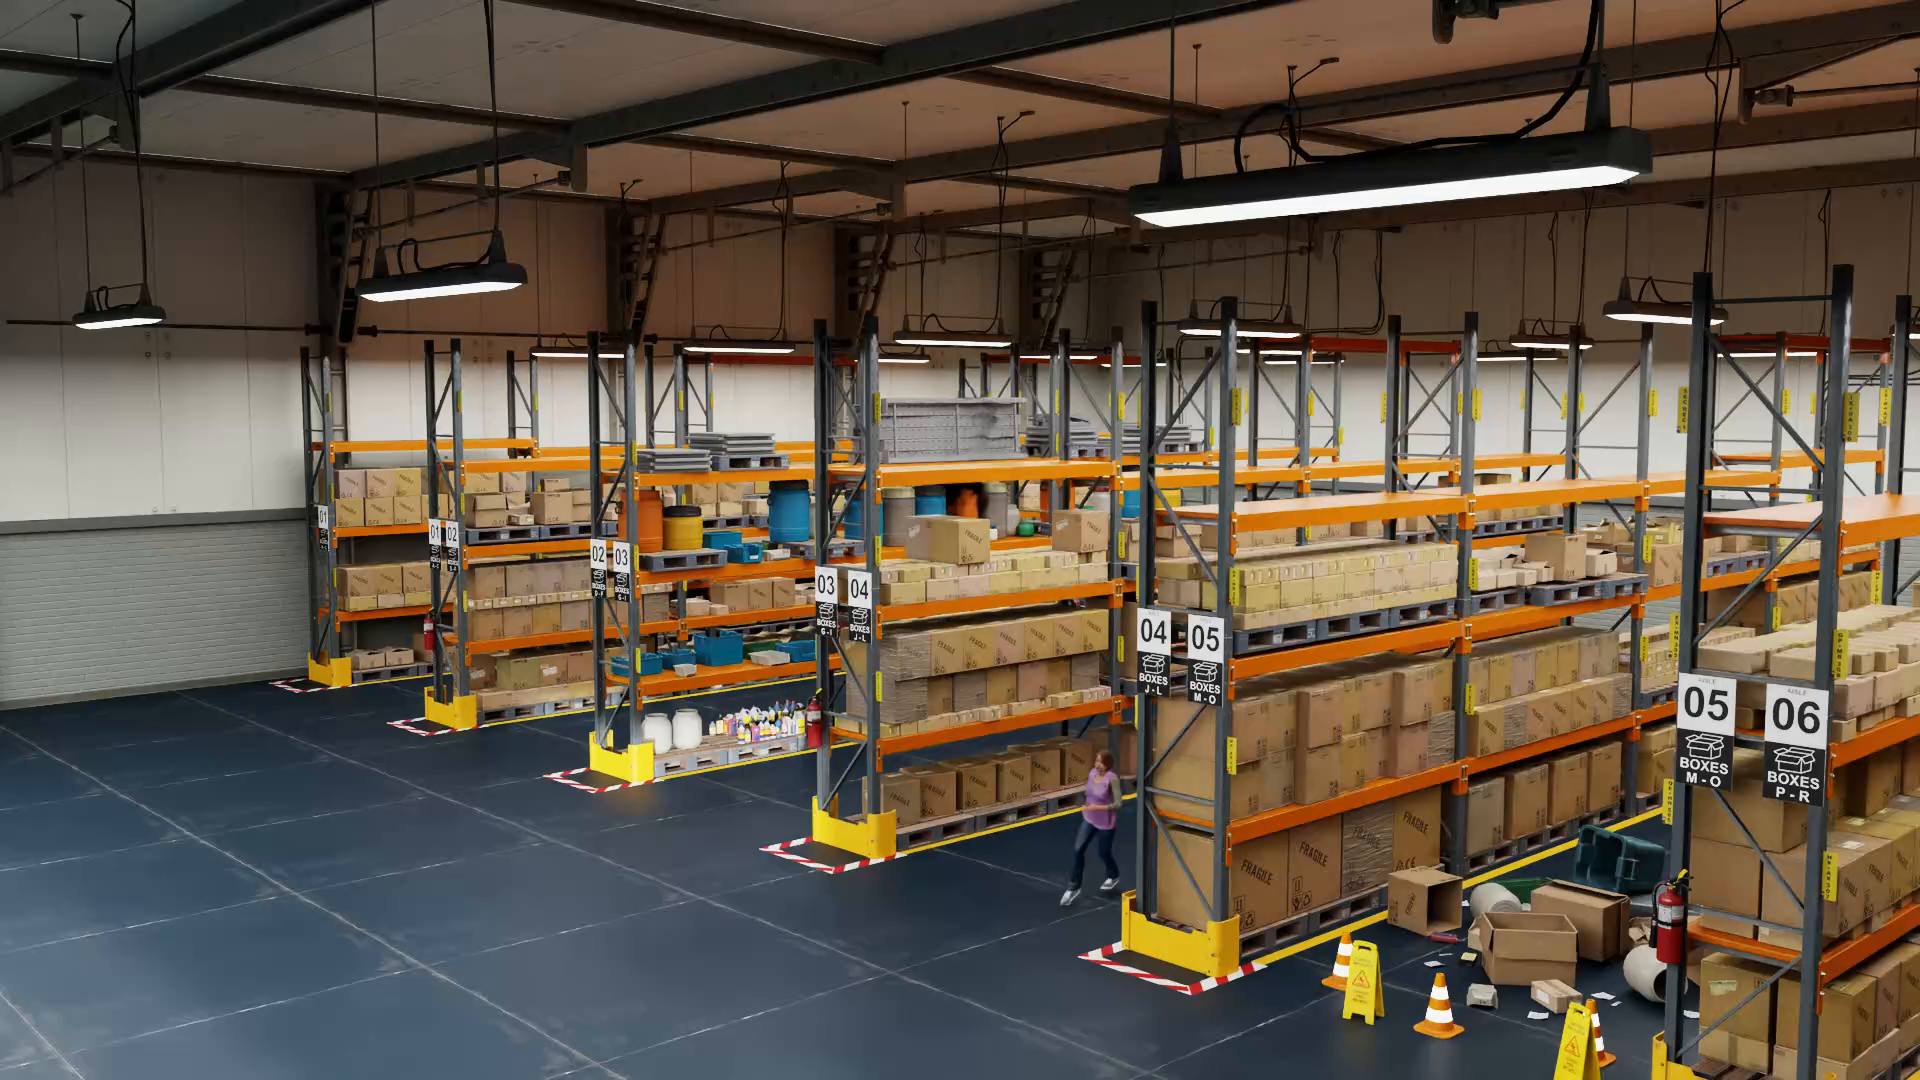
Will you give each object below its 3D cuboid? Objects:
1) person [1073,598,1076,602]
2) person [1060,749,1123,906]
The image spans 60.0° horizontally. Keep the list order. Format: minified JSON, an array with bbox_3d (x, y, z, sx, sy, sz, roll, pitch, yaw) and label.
[{"bbox_3d":[1.895,1.475,32.148,0.657,1.742,0.602,4,7,40],"label":"person"},{"bbox_3d":[1.452,2.894,16.909,0.565,1.602,0.766,4,6,38],"label":"person"}]
